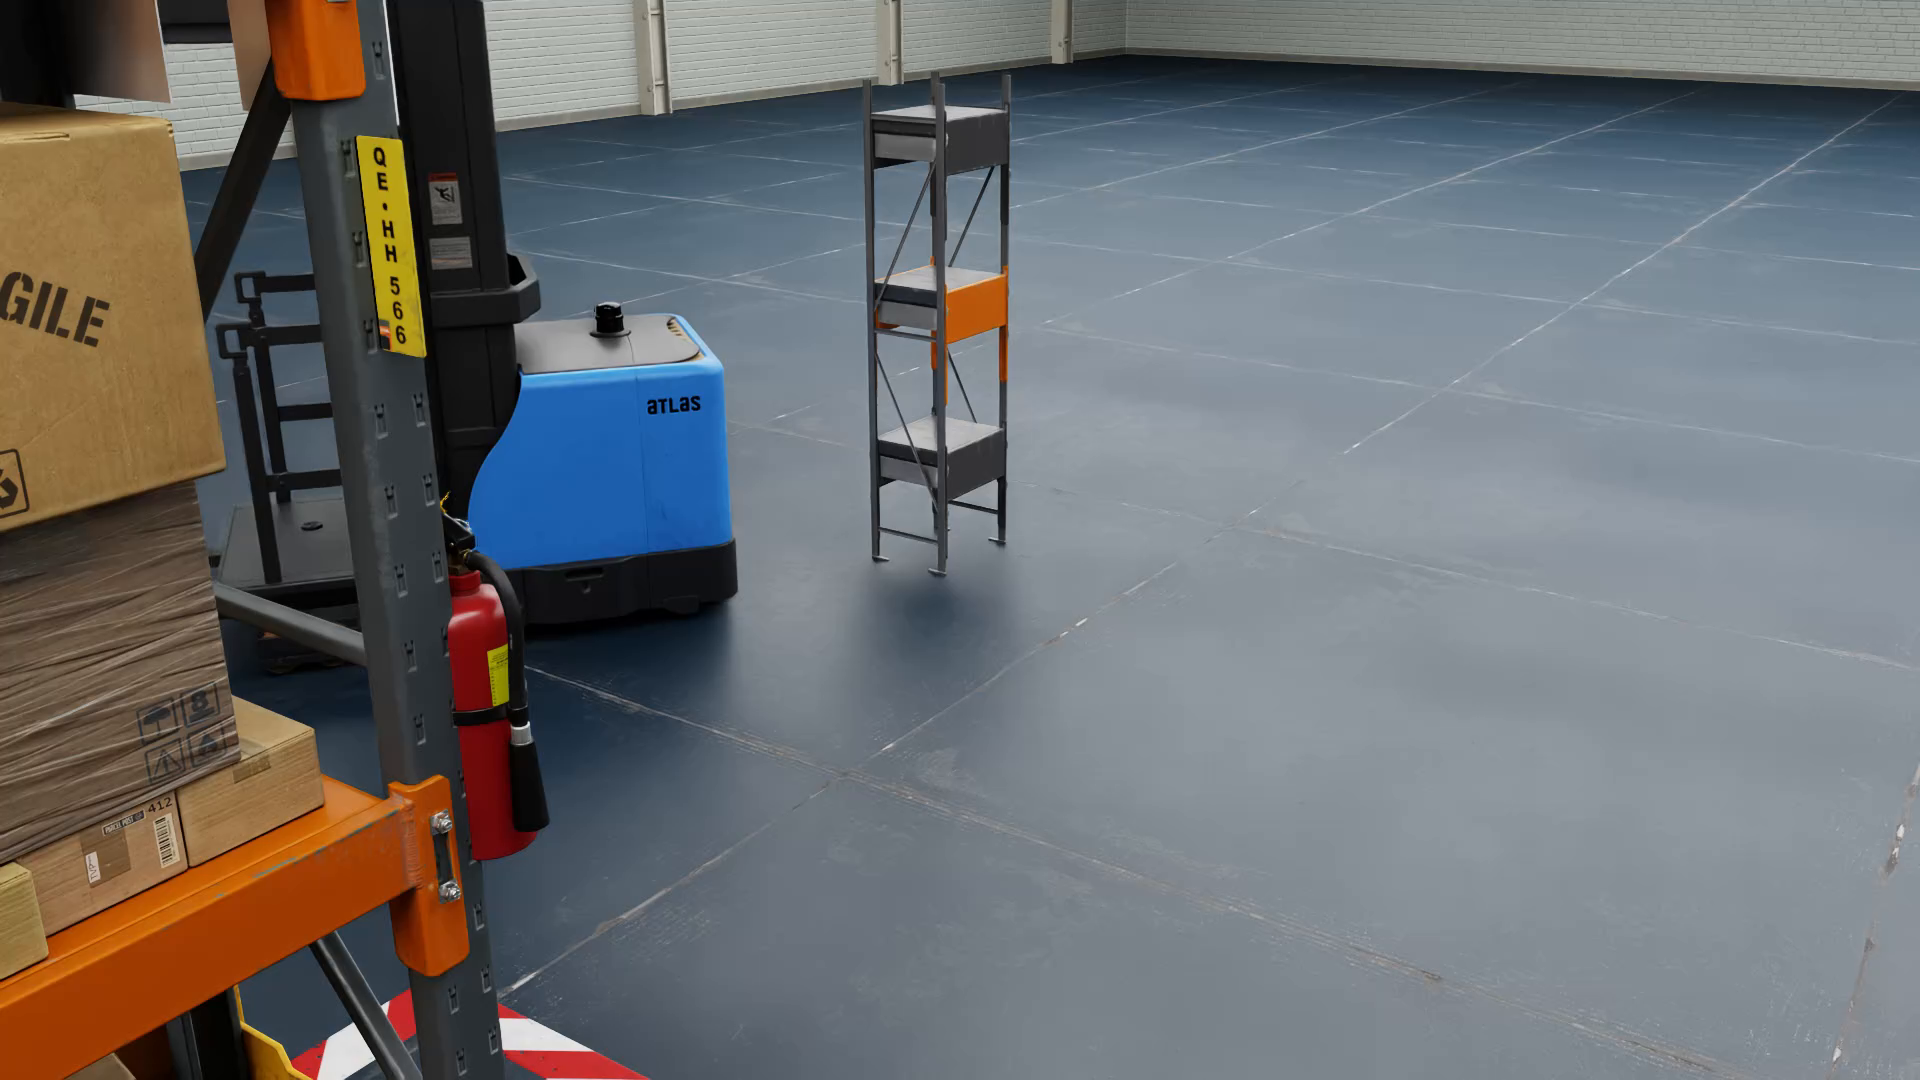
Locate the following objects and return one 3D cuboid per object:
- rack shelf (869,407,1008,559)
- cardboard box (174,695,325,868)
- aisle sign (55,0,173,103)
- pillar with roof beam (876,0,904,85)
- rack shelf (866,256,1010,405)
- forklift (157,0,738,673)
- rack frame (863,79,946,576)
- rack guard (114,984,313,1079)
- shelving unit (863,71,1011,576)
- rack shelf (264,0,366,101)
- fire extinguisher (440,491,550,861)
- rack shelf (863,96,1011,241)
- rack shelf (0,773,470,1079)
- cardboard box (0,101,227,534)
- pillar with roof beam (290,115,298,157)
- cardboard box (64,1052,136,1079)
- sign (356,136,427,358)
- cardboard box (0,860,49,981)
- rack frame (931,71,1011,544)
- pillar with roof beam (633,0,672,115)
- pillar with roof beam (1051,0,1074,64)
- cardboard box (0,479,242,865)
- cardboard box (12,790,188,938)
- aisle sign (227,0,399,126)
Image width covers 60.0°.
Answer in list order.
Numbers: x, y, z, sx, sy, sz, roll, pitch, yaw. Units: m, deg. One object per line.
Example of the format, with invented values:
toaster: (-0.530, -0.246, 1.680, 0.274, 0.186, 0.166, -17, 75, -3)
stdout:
rack shelf: (-0.093, -0.268, 7.520, 0.431, 0.518, 0.480, 13, 24, 32)
cardboard box: (-1.293, 0.377, 2.783, 0.380, 0.149, 0.250, 13, 24, 32)
aisle sign: (-1.517, -1.158, 2.825, 0.394, 0.787, 0.004, 13, 24, 32)
pillar with roof beam: (2.308, -11.598, 26.149, 9.100, 9.000, 0.400, 13, 24, 32)
rack shelf: (-0.093, -0.925, 7.277, 0.431, 0.518, 0.480, 13, 24, 32)
forklift: (-2.506, -1.070, 6.432, 3.031, 2.935, 1.130, -7, 21, -18)
rack frame: (-0.230, -0.867, 7.083, 0.400, 2.100, 0.015, 13, 24, 32)
rack guard: (-1.347, 1.332, 3.444, 1.175, 0.500, 0.348, 13, 24, 32)
shelving unit: (-0.093, -0.937, 7.272, 0.431, 2.100, 0.503, 13, 24, 32)
rack shelf: (-2.428, -0.358, 1.123, 1.077, 0.370, 4.000, 13, 24, 32)
fire extinguisher: (-0.858, 0.231, 2.929, 0.296, 0.674, 0.183, 13, 24, 32)
rack shelf: (-0.093, -1.581, 7.034, 0.431, 0.518, 0.480, 13, 24, 32)
rack shelf: (-2.428, 1.049, 1.643, 1.077, 0.370, 4.000, 13, 24, 32)
cardboard box: (-1.409, -0.312, 2.270, 0.500, 0.500, 0.500, 13, 24, 32)
pillar with roof beam: (-4.438, -8.155, 16.841, 9.100, 9.000, 0.400, 13, 24, 32)
cardboard box: (-1.669, 1.289, 2.955, 0.500, 0.500, 0.500, 19, 28, 42)
sign: (-0.856, -0.440, 2.506, 0.100, 0.325, 0.005, 13, 24, 32)
cardboard box: (-1.532, 0.531, 2.369, 0.380, 0.149, 0.250, 13, 24, 32)
rack frame: (0.044, -1.007, 7.462, 0.400, 2.100, 0.015, 13, 24, 32)
pillar with roof beam: (-1.065, -9.877, 21.495, 9.100, 9.000, 0.400, 13, 24, 32)
pillar with roof beam: (5.681, -13.320, 30.803, 9.100, 9.000, 0.400, 13, 24, 32)
cardboard box: (-1.636, 0.104, 2.588, 0.875, 0.500, 0.500, 13, 24, 32)
cardboard box: (-1.434, 0.449, 2.590, 0.380, 0.149, 0.250, 13, 24, 32)
aisle sign: (-1.021, -1.041, 2.508, 0.394, 0.787, 0.004, 13, 24, 32)
